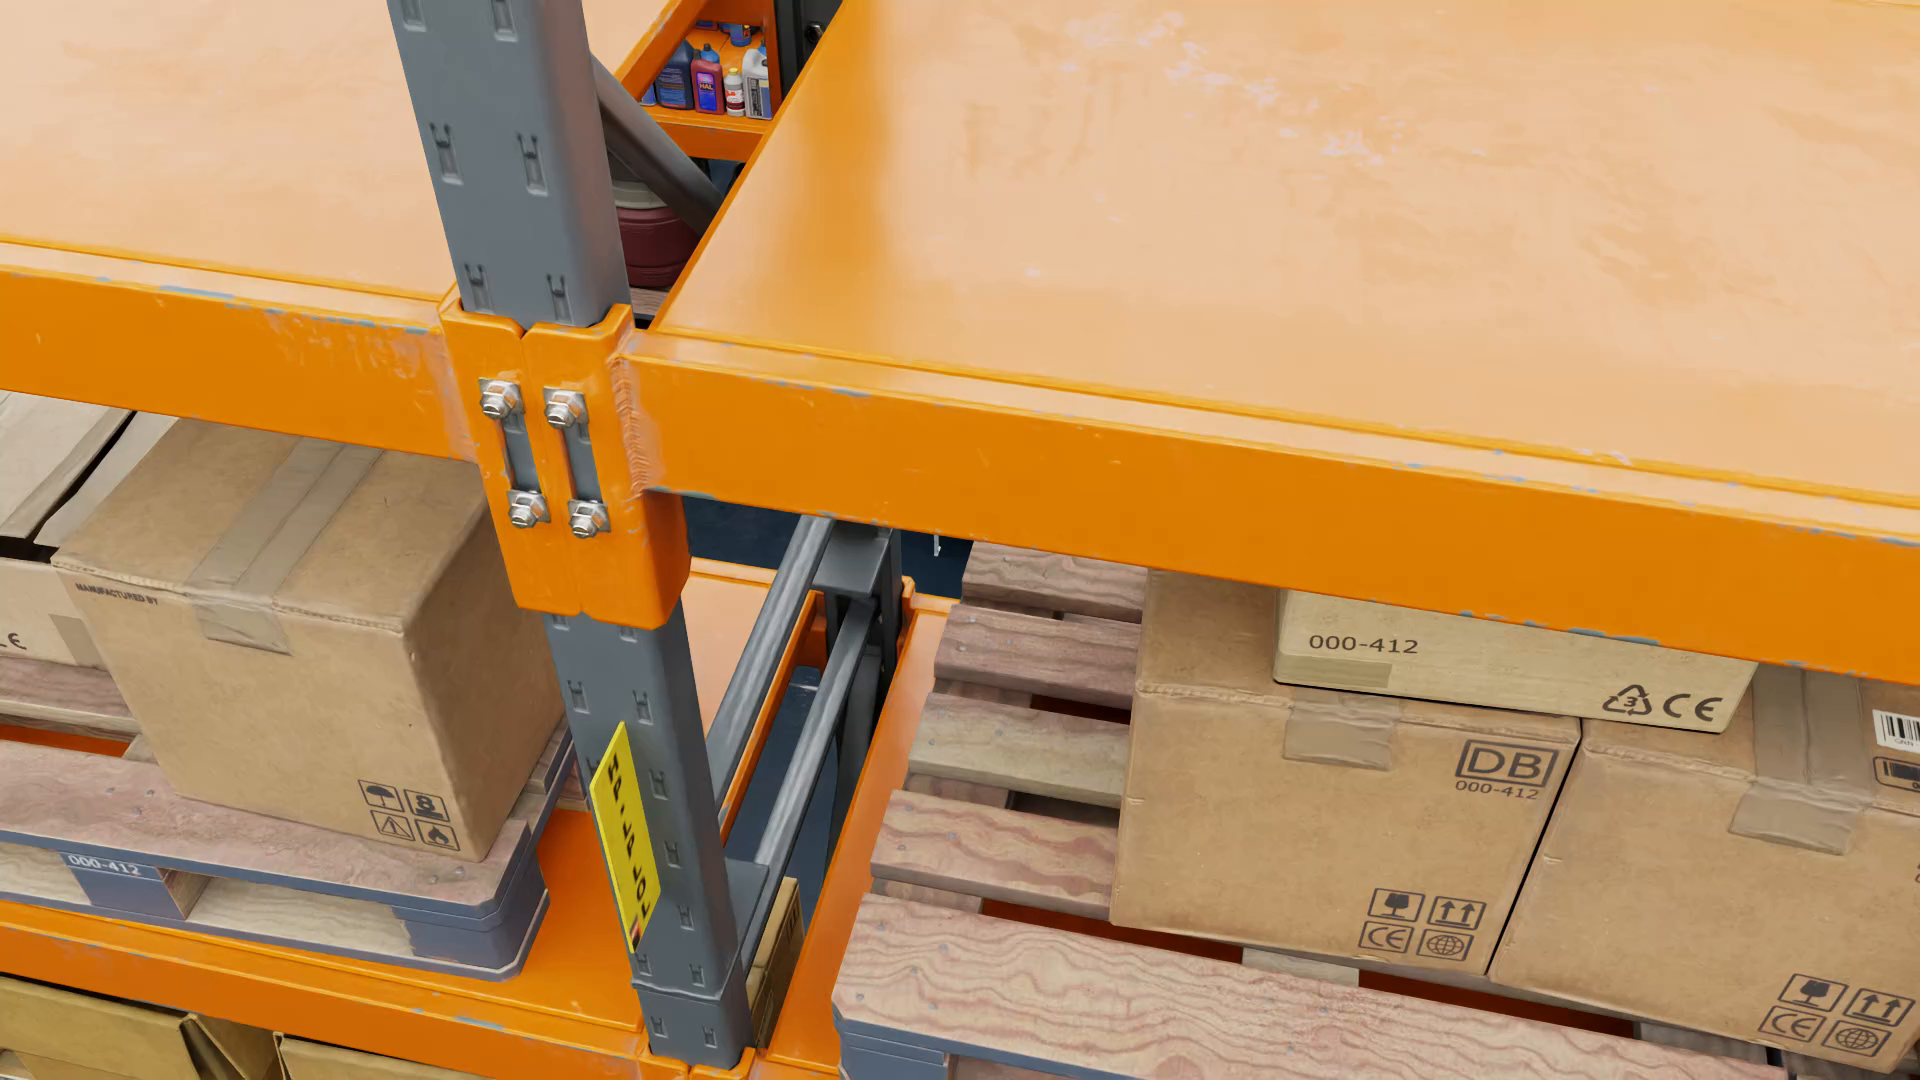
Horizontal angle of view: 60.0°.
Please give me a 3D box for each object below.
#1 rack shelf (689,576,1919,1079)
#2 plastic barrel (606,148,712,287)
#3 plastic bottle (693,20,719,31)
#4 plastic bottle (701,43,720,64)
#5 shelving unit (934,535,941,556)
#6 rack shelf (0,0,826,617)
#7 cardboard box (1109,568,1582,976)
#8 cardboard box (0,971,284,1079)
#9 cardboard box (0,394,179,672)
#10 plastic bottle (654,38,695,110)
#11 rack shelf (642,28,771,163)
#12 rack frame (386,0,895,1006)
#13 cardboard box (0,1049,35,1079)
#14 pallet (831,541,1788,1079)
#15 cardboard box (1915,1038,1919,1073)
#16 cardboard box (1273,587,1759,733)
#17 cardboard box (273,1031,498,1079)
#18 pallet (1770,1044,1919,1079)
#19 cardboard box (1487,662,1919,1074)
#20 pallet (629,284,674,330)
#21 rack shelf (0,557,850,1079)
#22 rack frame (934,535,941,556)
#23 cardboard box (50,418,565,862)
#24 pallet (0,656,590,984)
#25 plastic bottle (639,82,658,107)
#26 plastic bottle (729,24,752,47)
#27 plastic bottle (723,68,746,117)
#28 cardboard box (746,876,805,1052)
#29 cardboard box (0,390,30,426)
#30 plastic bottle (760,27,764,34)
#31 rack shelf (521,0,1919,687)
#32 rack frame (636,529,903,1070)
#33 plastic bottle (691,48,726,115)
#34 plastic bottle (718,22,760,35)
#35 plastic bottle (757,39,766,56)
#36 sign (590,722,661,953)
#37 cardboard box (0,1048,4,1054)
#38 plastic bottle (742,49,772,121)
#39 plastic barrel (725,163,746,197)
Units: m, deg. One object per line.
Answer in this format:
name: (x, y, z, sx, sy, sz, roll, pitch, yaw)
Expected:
rack shelf: (1.678, 0.840, 2.530, 4.000, 0.370, 1.077, 9, 45, 9)
plastic barrel: (-1.513, -1.647, 8.195, 0.708, 0.588, 0.600, 9, 45, 9)
plastic bottle: (-1.195, -2.521, 7.751, 0.133, 0.283, 0.061, 9, 45, 9)
plastic bottle: (-1.090, -2.035, 7.254, 0.097, 0.271, 0.097, 0, 44, 0)
shelving unit: (0.162, -0.407, 6.768, 0.503, 1.200, 0.258, 9, 45, 9)
rack shelf: (-2.226, -0.702, 2.257, 4.000, 0.370, 1.077, 9, 45, 9)
cardboard box: (0.503, 0.133, 2.299, 0.500, 0.500, 0.700, 6, 44, 7)
cardboard box: (-1.566, 0.759, 3.463, 0.637, 0.503, 0.797, 9, 45, 10)
cardboard box: (-1.325, -0.068, 2.716, 0.500, 0.311, 0.500, 7, 44, 8)
plastic bottle: (-1.236, -2.060, 7.222, 0.185, 0.351, 0.144, 9, 45, 9)
rack shelf: (-1.144, -2.036, 7.682, 4.000, 0.370, 1.077, 9, 45, 9)
rack frame: (-0.274, -0.802, 1.555, 0.127, 3.000, 1.000, 9, 45, 9)
cardboard box: (-1.783, 1.283, 3.642, 0.500, 0.500, 0.500, 8, 45, 9)
pallet: (0.522, 0.441, 2.489, 1.213, 0.211, 1.003, 9, 45, 9)
cardboard box: (1.506, 0.393, 2.029, 0.500, 0.500, 0.700, 11, 45, 11)
cardboard box: (0.642, -0.068, 1.967, 0.500, 0.250, 0.500, 6, 44, 6)
cardboard box: (-0.899, 0.871, 3.347, 0.637, 0.503, 0.797, 8, 44, 8)
pallet: (1.709, 0.628, 2.296, 1.213, 0.211, 1.003, 9, 45, 9)
cardboard box: (1.027, 0.217, 2.211, 0.500, 0.500, 0.700, 11, 45, 11)
pallet: (-1.131, -1.316, 8.425, 1.213, 0.211, 1.003, 9, 45, 9)
rack shelf: (-2.226, 0.235, 3.159, 4.000, 0.370, 1.077, 9, 45, 9)
rack frame: (-0.077, -0.444, 6.806, 0.015, 1.200, 0.240, 9, 45, 9)
cardboard box: (-0.842, 0.010, 2.499, 0.500, 0.500, 0.700, 10, 45, 10)
pallet: (-1.179, 0.242, 2.771, 1.217, 0.209, 0.805, 7, 44, 7)
plastic bottle: (-1.391, -2.059, 7.276, 0.135, 0.276, 0.152, 9, 45, 9)
plastic bottle: (-1.020, -2.418, 7.652, 0.097, 0.271, 0.097, 0, 44, 0)
plastic bottle: (-0.973, -1.948, 7.214, 0.097, 0.201, 0.097, 0, 44, 0)
cardboard box: (-0.668, 1.084, 3.848, 0.500, 0.500, 0.500, 9, 45, 9)
cardboard box: (-1.694, -0.109, 2.876, 0.250, 0.149, 0.380, 7, 44, 7)
plastic bottle: (-0.893, -2.500, 7.738, 0.097, 0.271, 0.097, 0, 44, 0)
rack shelf: (1.678, -0.096, 1.628, 4.000, 0.370, 1.077, 9, 45, 9)
rack frame: (-0.274, 1.359, 3.635, 0.127, 3.000, 1.000, 9, 45, 9)
plastic bottle: (-1.090, -1.983, 7.191, 0.133, 0.283, 0.061, 9, 45, 9)
plastic bottle: (-1.036, -2.535, 7.716, 0.185, 0.351, 0.144, 9, 45, 9)
plastic bottle: (-0.845, -2.062, 7.282, 0.097, 0.271, 0.097, 0, 44, 0)
sign: (-0.383, 0.347, 1.923, 0.005, 0.325, 0.100, 9, 45, 9)
cardboard box: (-2.176, 0.675, 3.550, 0.637, 0.503, 0.797, 10, 45, 10)
plastic bottle: (-0.854, -1.976, 7.190, 0.135, 0.276, 0.152, 9, 45, 9)
plastic barrel: (-0.942, -1.595, 8.195, 0.421, 0.512, 0.421, 0, 44, 0)
